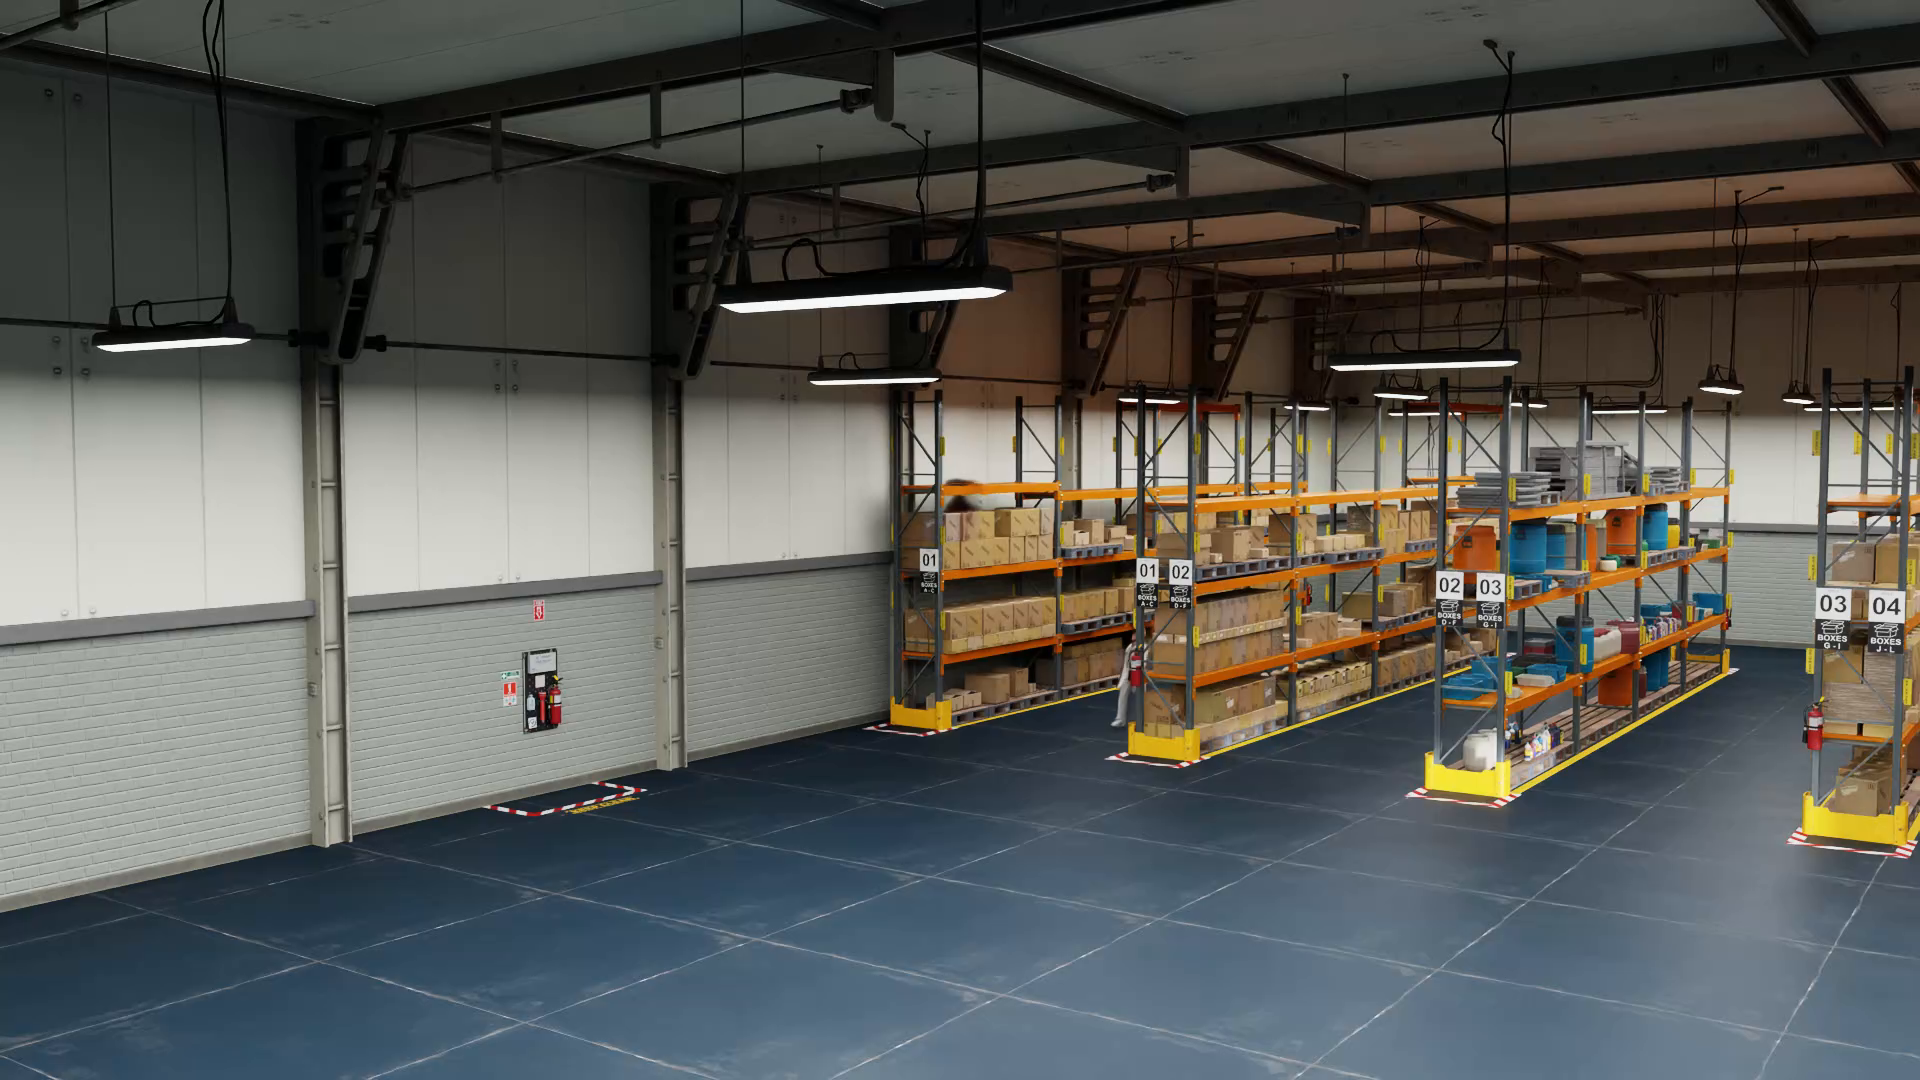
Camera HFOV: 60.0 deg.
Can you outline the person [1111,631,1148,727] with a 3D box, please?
[{"bbox_3d":[3.077,2.455,29.629,0.551,1.709,1.117,2,4,33],"label":"person"}]
